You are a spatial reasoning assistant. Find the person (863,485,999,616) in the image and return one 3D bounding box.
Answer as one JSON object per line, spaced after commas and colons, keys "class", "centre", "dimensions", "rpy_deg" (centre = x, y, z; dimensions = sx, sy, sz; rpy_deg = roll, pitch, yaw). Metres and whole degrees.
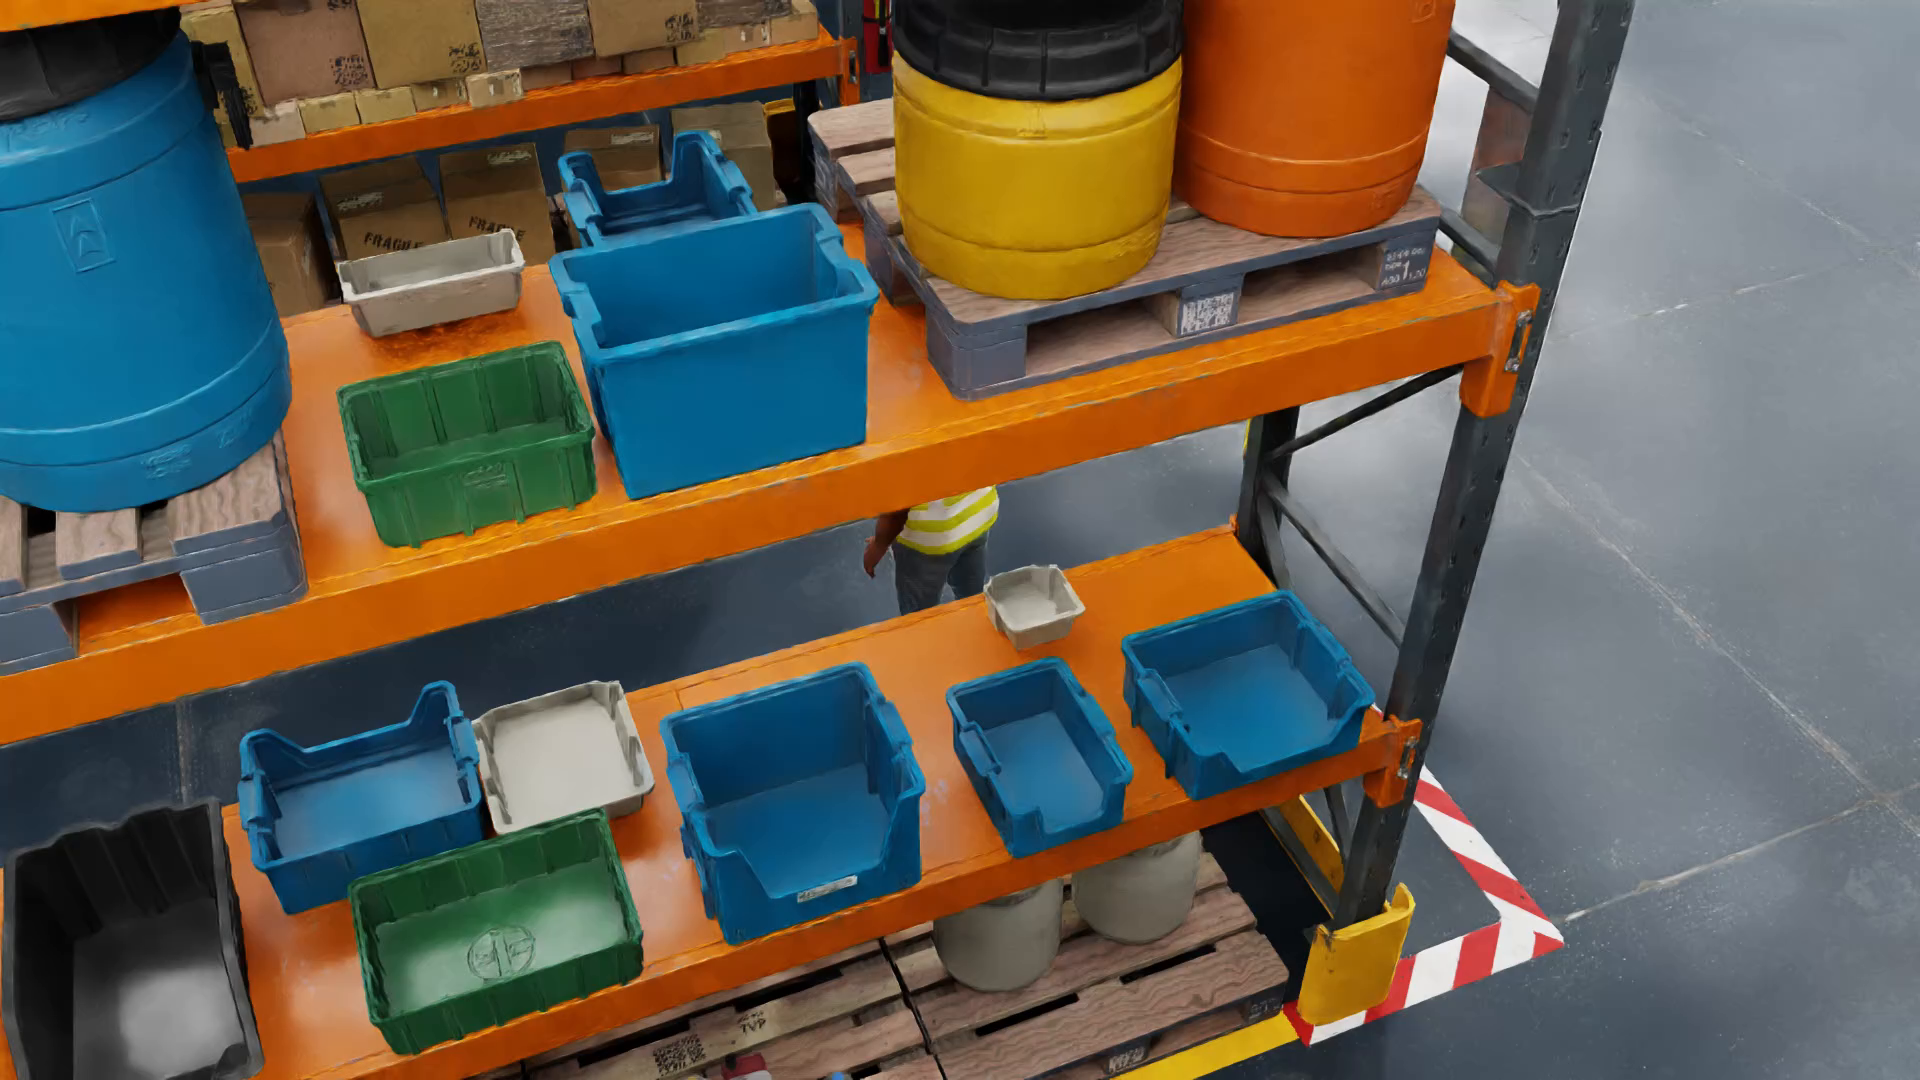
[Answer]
{"class": "person", "centre": [-0.092, -0.067, 6.216], "dimensions": [0.416, 1.811, 0.619], "rpy_deg": [33, 51, 31]}
